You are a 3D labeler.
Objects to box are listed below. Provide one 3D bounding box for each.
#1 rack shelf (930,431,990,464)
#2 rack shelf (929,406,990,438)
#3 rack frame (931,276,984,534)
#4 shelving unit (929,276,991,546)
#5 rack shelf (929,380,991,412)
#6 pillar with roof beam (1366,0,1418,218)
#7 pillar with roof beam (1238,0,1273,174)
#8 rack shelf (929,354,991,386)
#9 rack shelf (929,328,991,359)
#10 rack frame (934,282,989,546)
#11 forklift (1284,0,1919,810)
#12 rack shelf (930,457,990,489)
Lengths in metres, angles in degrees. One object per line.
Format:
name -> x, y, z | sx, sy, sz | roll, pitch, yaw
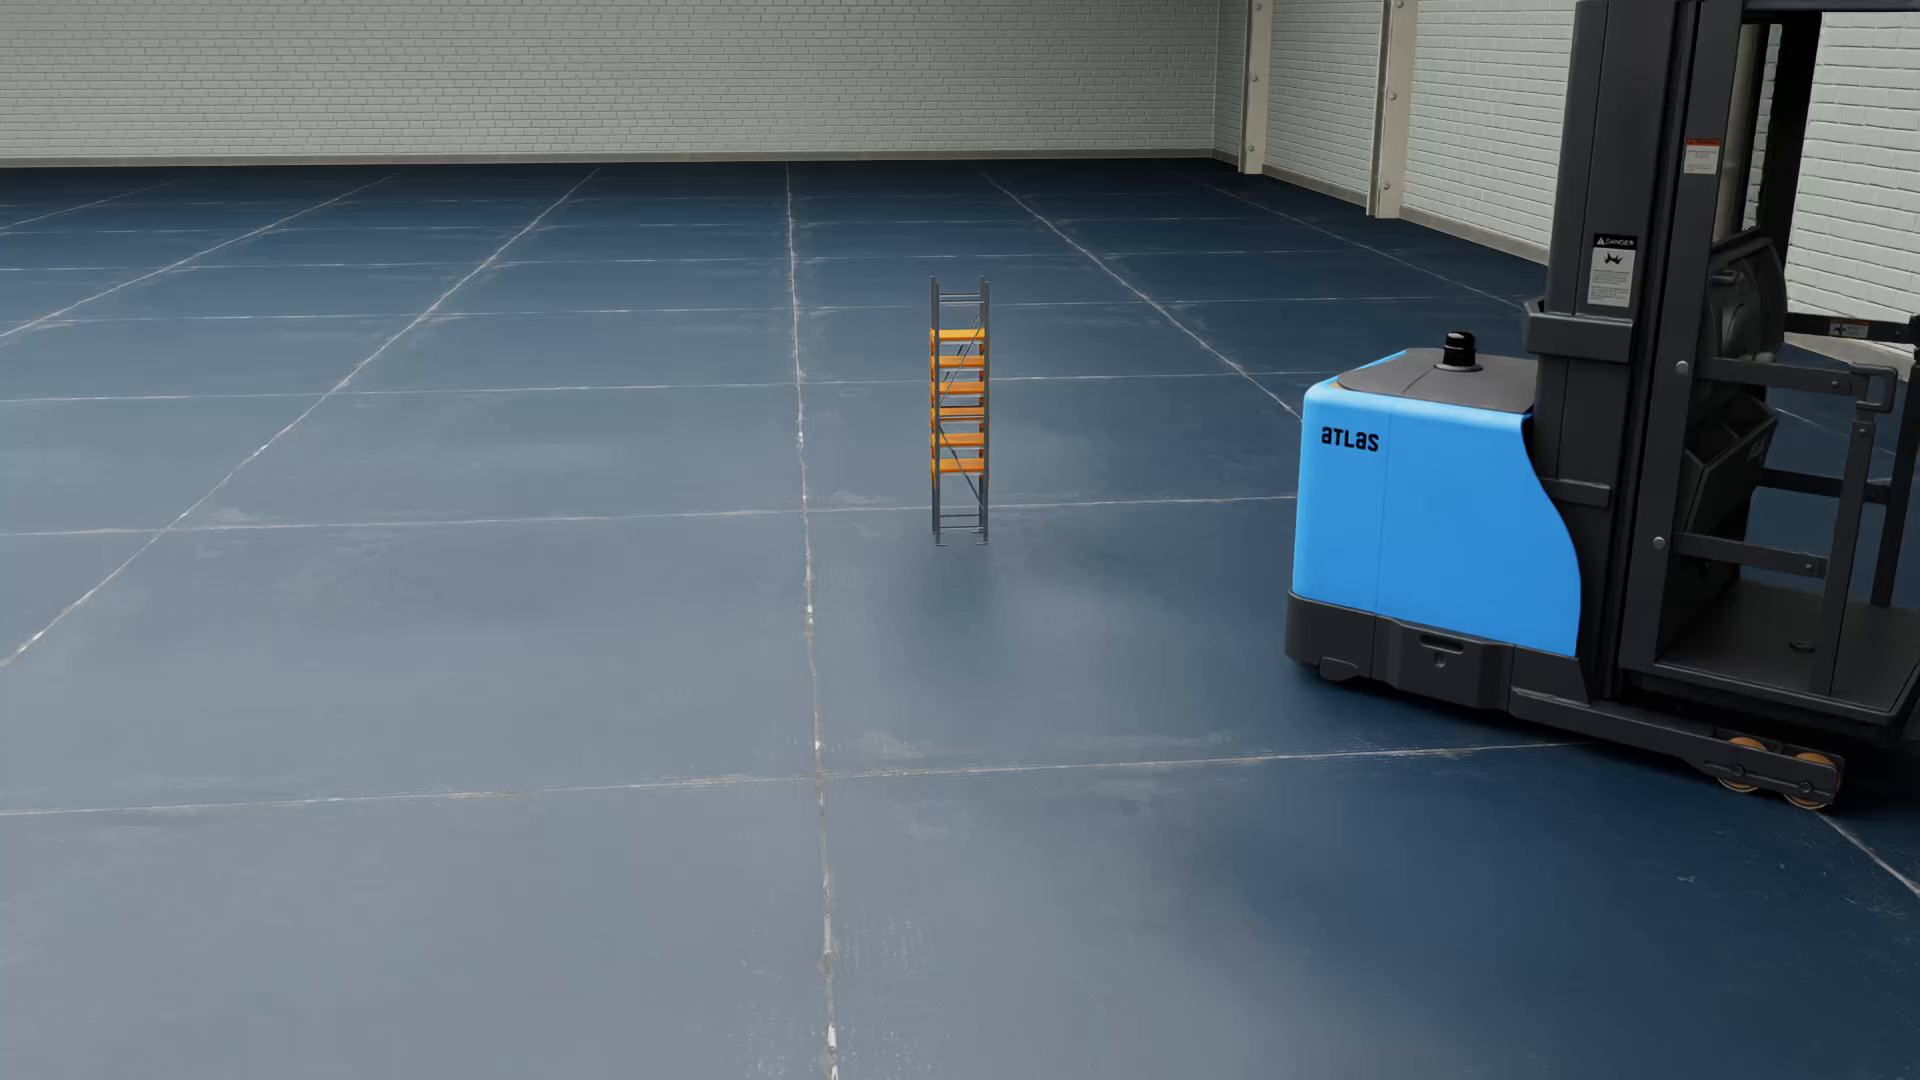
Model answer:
rack shelf -> -0.001, -0.420, 7.560 | 0.258, 0.103, 0.180 | -2, 18, -6
rack shelf -> -0.001, -0.534, 7.524 | 0.258, 0.103, 0.180 | -2, 18, -6
rack frame -> -0.011, -0.604, 7.598 | 0.240, 1.200, 0.006 | -2, 18, -6
shelving unit -> -0.001, -0.577, 7.511 | 0.258, 1.200, 0.189 | -2, 18, -6
rack shelf -> -0.001, -0.649, 7.488 | 0.258, 0.103, 0.180 | -2, 18, -6
pillar with roof beam -> 0.870, -8.097, 18.445 | 9.100, 9.000, 0.400 | -2, 18, -6
pillar with roof beam -> 0.252, -9.885, 24.139 | 9.100, 9.000, 0.400 | -2, 18, -6
rack shelf -> -0.002, -0.763, 7.453 | 0.258, 0.103, 0.180 | -2, 18, -6
rack shelf -> -0.002, -0.878, 7.417 | 0.258, 0.103, 0.180 | -2, 18, -6
rack frame -> 0.008, -0.550, 7.424 | 0.240, 1.200, 0.006 | -2, 18, -6
forklift -> 2.672, -0.758, 5.199 | 3.031, 2.935, 1.130 | 13, 22, 35
rack shelf -> -0.001, -0.305, 7.596 | 0.258, 0.103, 0.180 | -2, 18, -6
